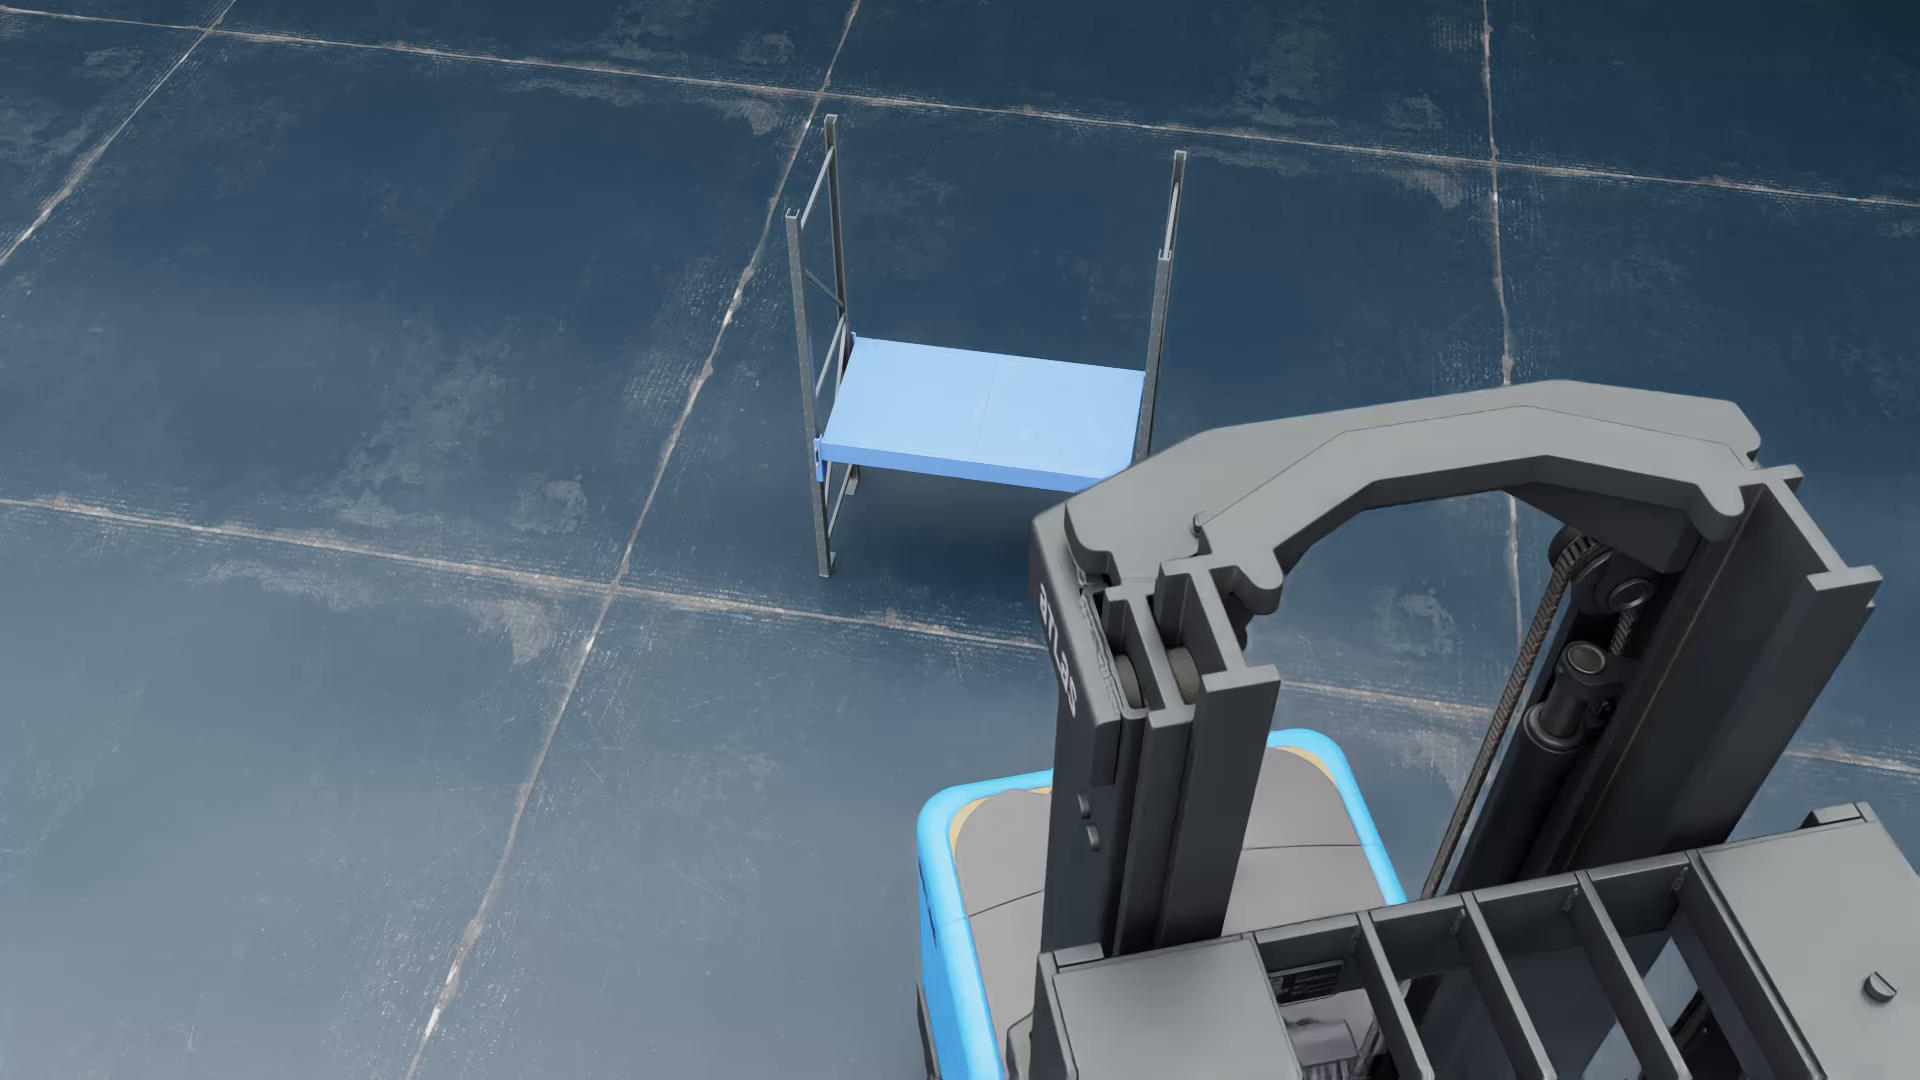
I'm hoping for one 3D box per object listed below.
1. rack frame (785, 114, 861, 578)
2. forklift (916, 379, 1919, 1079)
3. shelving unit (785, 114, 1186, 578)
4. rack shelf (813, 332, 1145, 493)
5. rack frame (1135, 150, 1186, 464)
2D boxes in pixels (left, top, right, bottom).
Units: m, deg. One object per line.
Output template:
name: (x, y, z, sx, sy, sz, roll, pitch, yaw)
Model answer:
rack frame: (-0.416, -0.557, 5.242, 0.032, 1.500, 0.500, 8, 49, 7)
forklift: (0.682, 1.318, 2.595, 1.130, 2.935, 3.031, -9, 49, -8)
shelving unit: (0.084, -0.490, 5.182, 1.048, 1.500, 0.538, 8, 49, 7)
rack shelf: (0.084, -0.370, 5.316, 1.000, 0.185, 0.538, 8, 49, 7)
rack frame: (0.584, -0.423, 5.122, 0.032, 1.500, 0.500, 8, 49, 7)
